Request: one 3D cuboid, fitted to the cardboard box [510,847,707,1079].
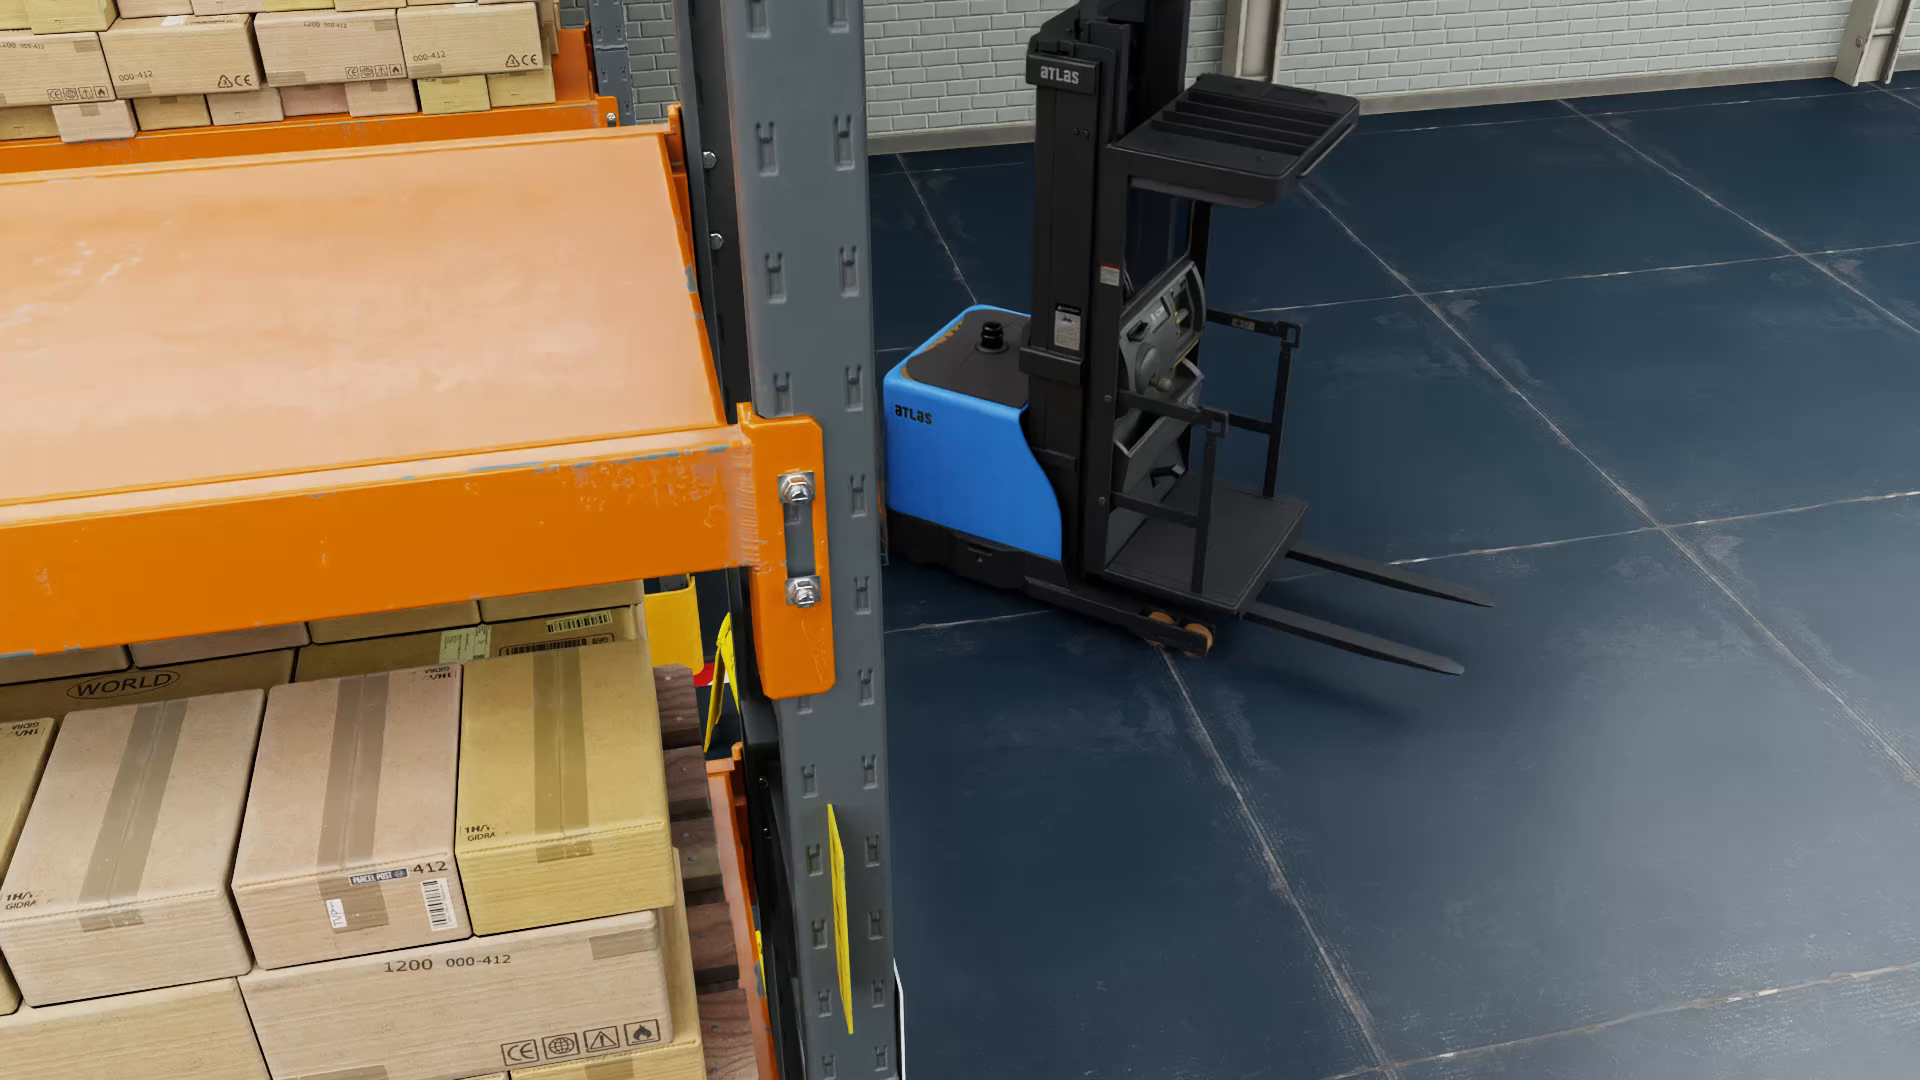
[{"bbox_3d":[-0.510,0.641,2.393,0.250,0.149,0.380,-7,35,-11],"label":"cardboard box"}]

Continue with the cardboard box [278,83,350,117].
[{"bbox_3d":[-2.501,-1.793,6.487,0.250,0.149,0.380,-7,34,-10],"label":"cardboard box"}]

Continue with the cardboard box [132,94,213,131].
[{"bbox_3d":[-2.992,-1.708,6.360,0.250,0.149,0.380,-8,35,-12],"label":"cardboard box"}]

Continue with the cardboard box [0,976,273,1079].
[{"bbox_3d":[-1.164,0.523,2.211,0.500,0.250,0.500,-7,35,-10],"label":"cardboard box"}]

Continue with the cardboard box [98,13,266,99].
[{"bbox_3d":[-2.886,-1.875,6.251,0.500,0.250,0.500,-6,34,-9],"label":"cardboard box"}]

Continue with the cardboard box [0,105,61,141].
[{"bbox_3d":[-3.487,-1.649,6.272,0.250,0.149,0.380,-7,34,-10],"label":"cardboard box"}]

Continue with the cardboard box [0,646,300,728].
[{"bbox_3d":[-1.282,0.233,2.643,0.500,0.250,0.500,-8,35,-11],"label":"cardboard box"}]

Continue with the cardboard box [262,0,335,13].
[{"bbox_3d":[-2.479,-2.120,6.258,0.250,0.149,0.380,-7,34,-10],"label":"cardboard box"}]

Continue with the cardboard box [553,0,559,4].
[{"bbox_3d":[-2.826,-3.718,11.150,0.250,0.149,0.380,-7,34,-10],"label":"cardboard box"}]

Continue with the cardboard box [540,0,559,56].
[{"bbox_3d":[-1.846,-2.182,7.066,0.250,0.149,0.380,-7,35,-10],"label":"cardboard box"}]

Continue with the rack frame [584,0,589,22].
[{"bbox_3d":[-2.549,-3.602,11.649,0.127,3.000,1.000,-7,35,-11],"label":"rack frame"}]

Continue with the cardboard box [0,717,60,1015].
[{"bbox_3d":[-1.260,0.404,2.030,0.250,0.149,0.380,-7,34,-10],"label":"cardboard box"}]

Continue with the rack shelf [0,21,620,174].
[{"bbox_3d":[-3.401,-1.606,6.628,4.000,0.370,1.077,-7,35,-11],"label":"rack shelf"}]

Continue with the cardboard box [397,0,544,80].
[{"bbox_3d":[-1.890,-2.003,6.441,0.500,0.250,0.500,-8,35,-11],"label":"cardboard box"}]

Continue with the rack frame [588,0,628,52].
[{"bbox_3d":[-1.451,-3.396,5.958,0.127,3.000,1.000,-7,35,-11],"label":"rack frame"}]

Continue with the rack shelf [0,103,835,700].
[{"bbox_3d":[-2.211,-0.008,1.913,4.000,0.370,1.077,-7,35,-11],"label":"rack shelf"}]

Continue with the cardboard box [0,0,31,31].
[{"bbox_3d":[-3.475,-1.983,6.054,0.250,0.149,0.380,-7,34,-10],"label":"cardboard box"}]

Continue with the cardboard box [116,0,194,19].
[{"bbox_3d":[-2.980,-2.076,6.193,0.250,0.149,0.380,-8,35,-12],"label":"cardboard box"}]

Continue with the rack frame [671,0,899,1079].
[{"bbox_3d":[-0.260,-0.718,1.968,0.127,3.000,1.000,-7,35,-11],"label":"rack frame"}]

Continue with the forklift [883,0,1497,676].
[{"bbox_3d":[1.141,-0.981,7.805,3.031,2.935,1.130,17,37,24],"label":"forklift"}]

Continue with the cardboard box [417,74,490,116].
[{"bbox_3d":[-1.972,-1.802,6.500,0.250,0.149,0.380,-7,34,-10],"label":"cardboard box"}]

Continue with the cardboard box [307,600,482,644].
[{"bbox_3d":[-0.900,-0.017,2.658,0.250,0.149,0.380,-7,34,-10],"label":"cardboard box"}]

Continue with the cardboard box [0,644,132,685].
[{"bbox_3d":[-1.397,0.045,2.565,0.250,0.149,0.380,-7,34,-10],"label":"cardboard box"}]

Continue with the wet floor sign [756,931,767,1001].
[{"bbox_3d":[-0.669,1.671,5.904,0.232,0.644,0.267,-13,36,-19],"label":"wet floor sign"}]

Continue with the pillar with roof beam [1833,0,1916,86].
[{"bbox_3d":[9.227,-5.633,9.292,0.400,9.000,9.100,-7,35,-11],"label":"pillar with roof beam"}]

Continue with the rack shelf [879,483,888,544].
[{"bbox_3d":[-0.498,-0.120,8.721,0.215,0.259,0.240,-6,34,-6],"label":"rack shelf"}]

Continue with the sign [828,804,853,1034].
[{"bbox_3d":[-0.154,0.489,2.137,0.005,0.325,0.100,-7,35,-11],"label":"sign"}]

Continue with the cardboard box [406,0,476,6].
[{"bbox_3d":[-1.975,-2.165,6.325,0.250,0.149,0.380,-7,34,-10],"label":"cardboard box"}]

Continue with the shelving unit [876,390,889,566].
[{"bbox_3d":[-0.508,-0.359,8.559,0.215,1.050,0.252,-6,34,-6],"label":"shelving unit"}]

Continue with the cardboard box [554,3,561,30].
[{"bbox_3d":[-2.971,-3.441,11.319,0.500,0.500,0.500,-8,35,-12],"label":"cardboard box"}]

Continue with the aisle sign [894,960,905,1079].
[{"bbox_3d":[-0.125,0.848,2.685,0.004,0.787,0.394,-7,35,-11],"label":"aisle sign"}]

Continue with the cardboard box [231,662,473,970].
[{"bbox_3d":[-0.758,0.340,2.125,0.250,0.149,0.380,-7,34,-10],"label":"cardboard box"}]

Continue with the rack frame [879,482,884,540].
[{"bbox_3d":[-0.525,-0.426,8.660,0.200,1.050,0.008,-6,34,-6],"label":"rack frame"}]
